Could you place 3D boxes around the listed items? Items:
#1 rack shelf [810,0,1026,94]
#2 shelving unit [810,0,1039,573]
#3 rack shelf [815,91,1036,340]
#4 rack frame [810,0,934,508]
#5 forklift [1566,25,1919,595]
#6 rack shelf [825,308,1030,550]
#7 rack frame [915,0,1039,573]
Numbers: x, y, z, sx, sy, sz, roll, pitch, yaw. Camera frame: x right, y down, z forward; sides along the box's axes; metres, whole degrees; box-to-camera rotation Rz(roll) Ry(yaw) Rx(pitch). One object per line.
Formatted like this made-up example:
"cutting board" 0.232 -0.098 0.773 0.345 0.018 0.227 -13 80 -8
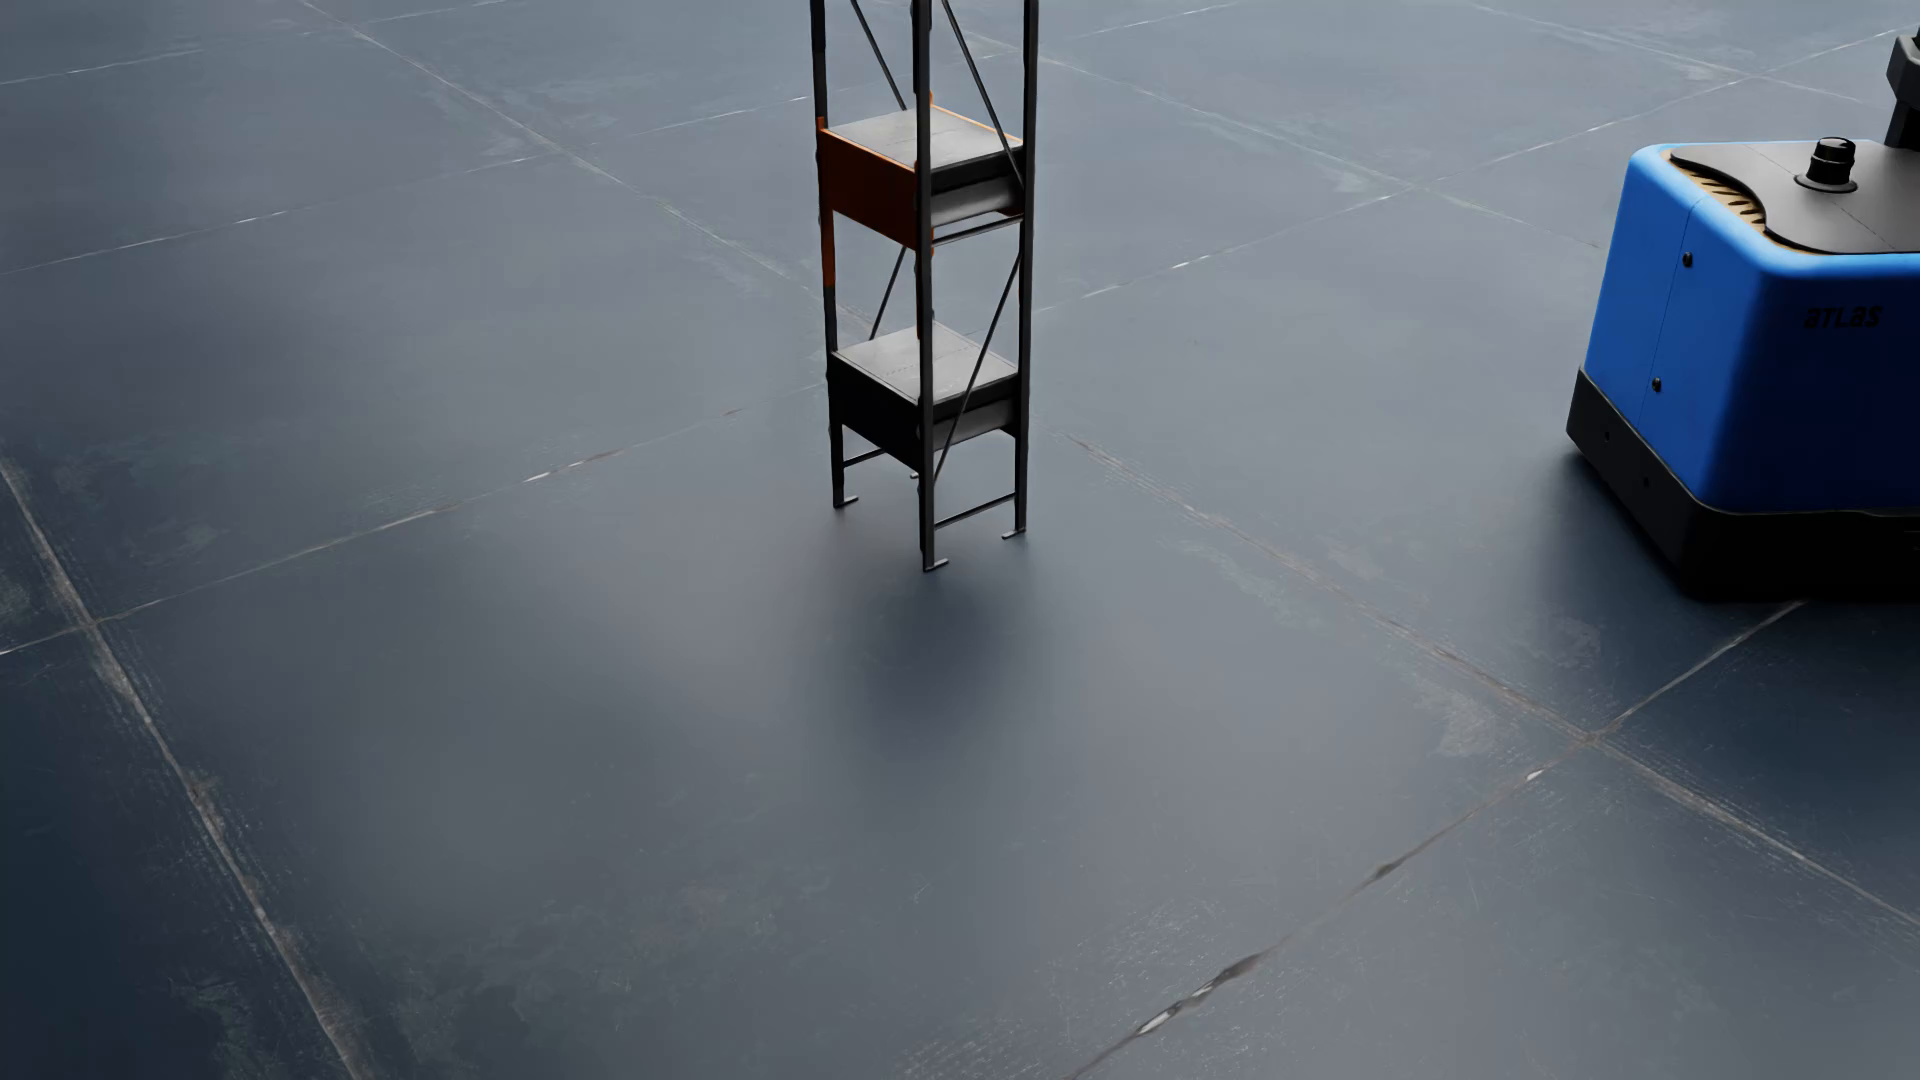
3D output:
"rack shelf" -0.101 -1.544 4.445 0.431 0.518 0.480 -22 38 -31
"shelving unit" -0.101 -0.961 4.807 0.431 2.100 0.503 -22 38 -31
"rack shelf" -0.101 -0.949 4.814 0.431 0.518 0.480 -22 38 -31
"rack frame" -0.251 -1.063 4.971 0.400 2.100 0.015 -22 38 -31
"forklift" 3.621 -1.380 4.694 3.031 2.935 1.130 -2 32 -3
"rack shelf" -0.102 -0.355 5.184 0.431 0.518 0.480 -22 38 -31
"rack frame" 0.048 -0.859 4.643 0.400 2.100 0.015 -22 38 -31
